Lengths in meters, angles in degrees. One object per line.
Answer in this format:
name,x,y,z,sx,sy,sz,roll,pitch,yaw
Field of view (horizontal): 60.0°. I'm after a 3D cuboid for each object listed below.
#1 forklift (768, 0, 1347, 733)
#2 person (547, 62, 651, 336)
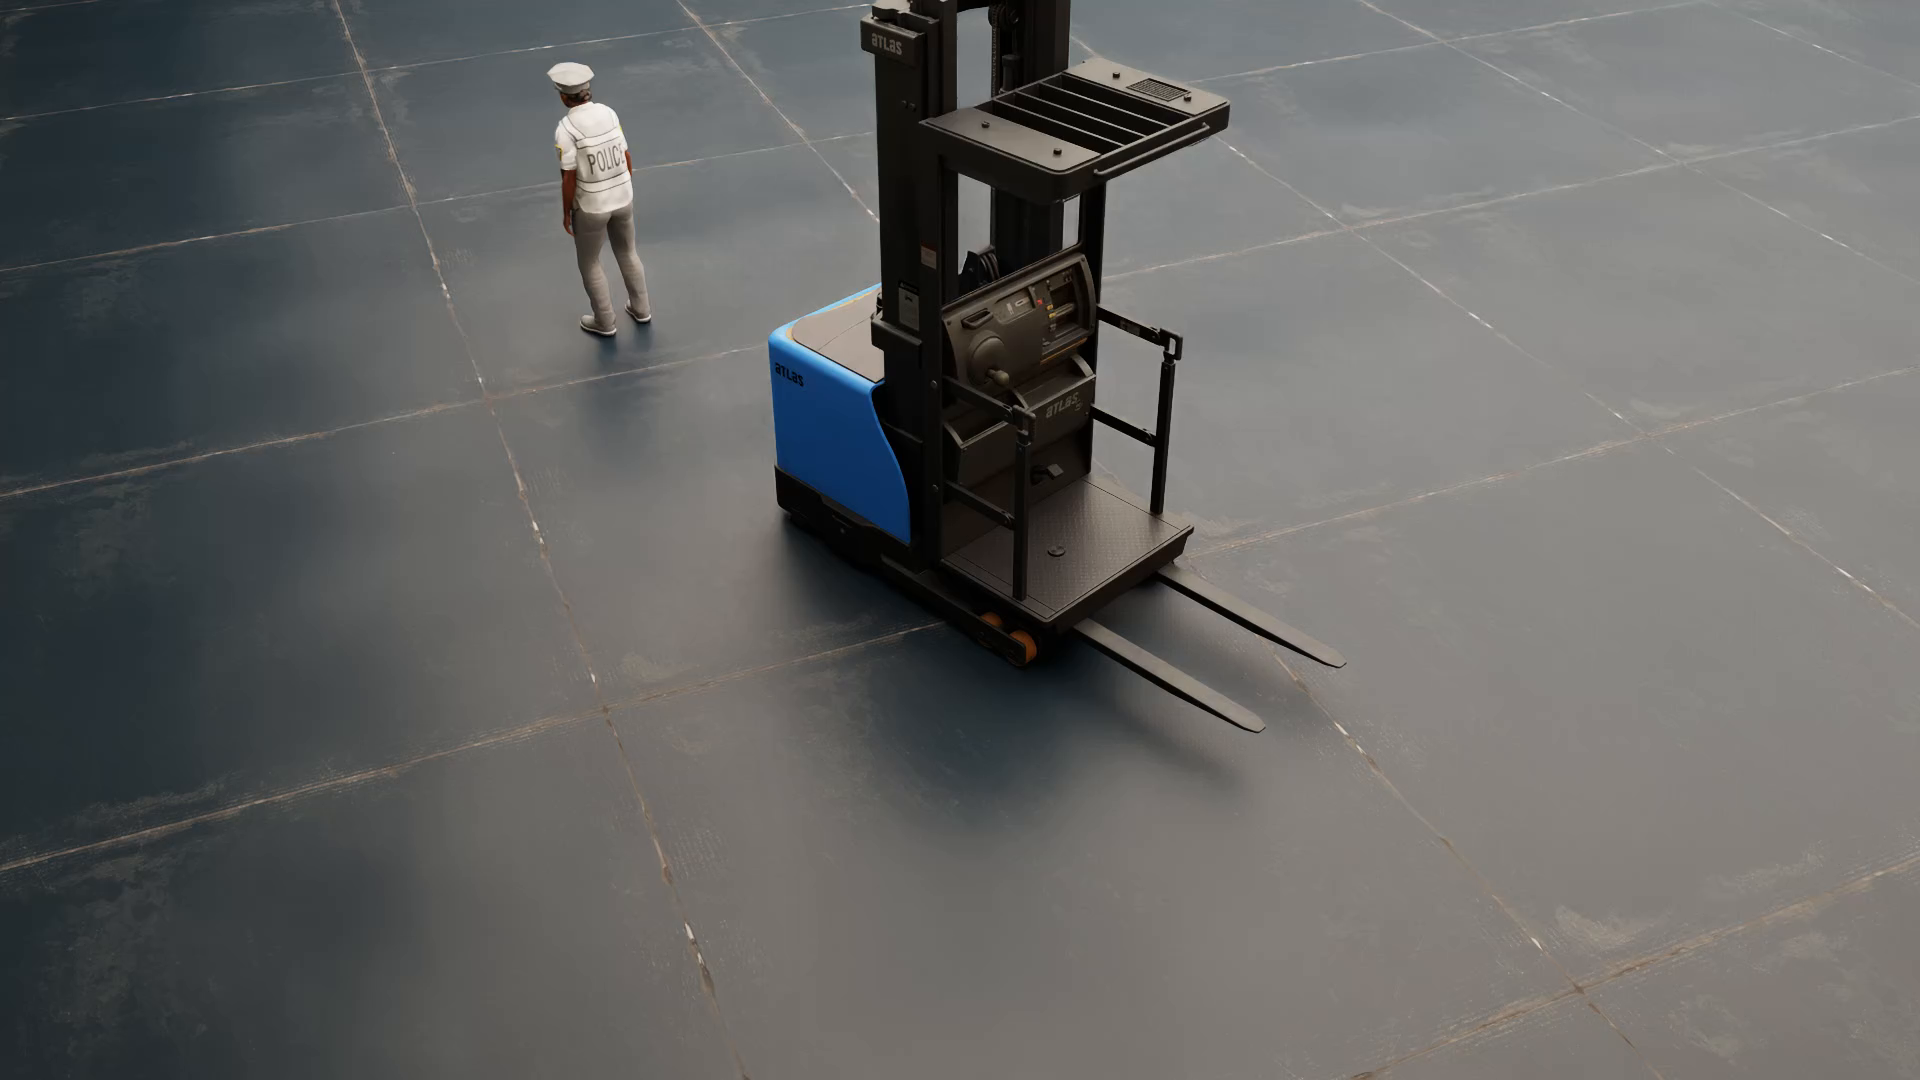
forklift,0.432,-0.946,7.429,3.031,2.935,1.130,30,45,35
person,-2.178,-2.040,10.067,0.530,1.659,0.398,-30,45,-35
